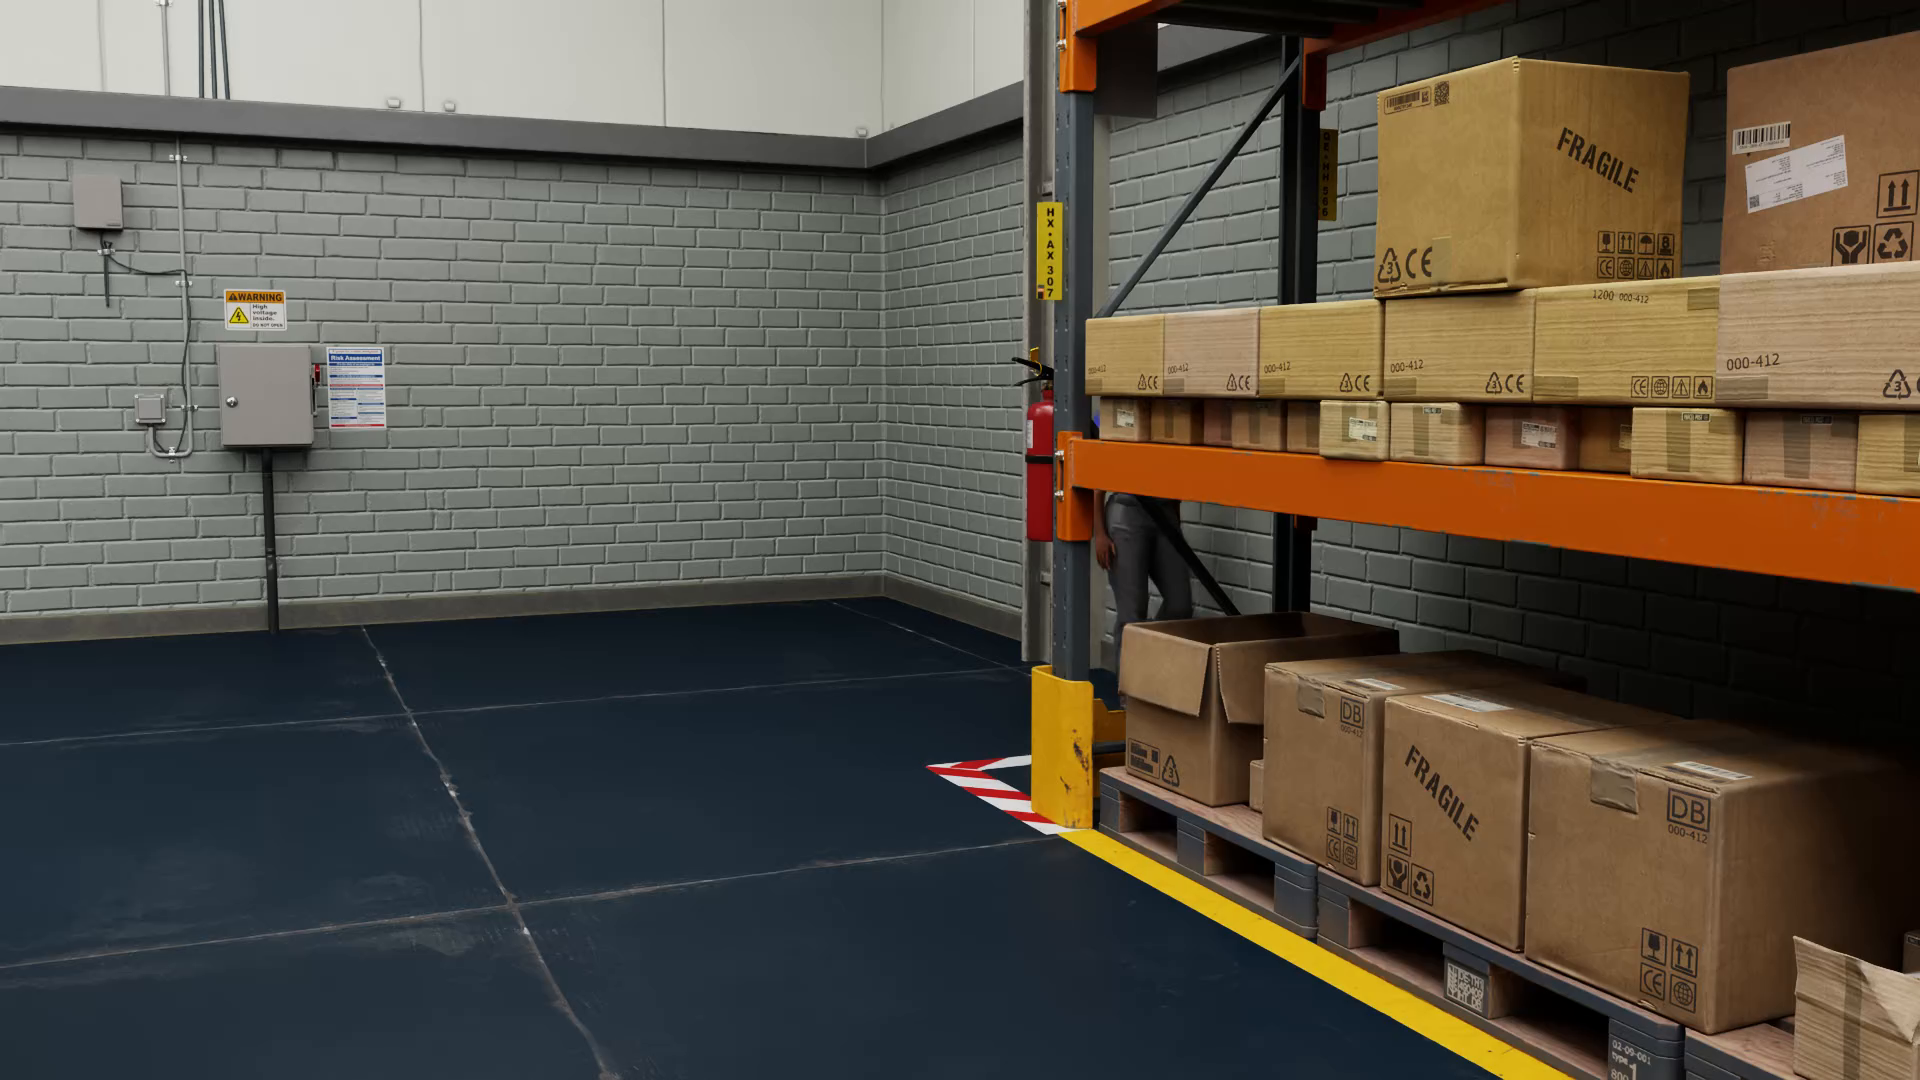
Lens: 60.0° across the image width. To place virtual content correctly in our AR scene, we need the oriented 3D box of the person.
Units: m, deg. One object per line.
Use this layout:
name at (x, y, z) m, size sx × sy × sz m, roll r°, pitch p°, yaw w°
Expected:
person at (0.833, -0.022, 7.493) m, size 0.484 × 1.695 × 0.406 m, roll -3°, pitch 6°, yaw -30°
